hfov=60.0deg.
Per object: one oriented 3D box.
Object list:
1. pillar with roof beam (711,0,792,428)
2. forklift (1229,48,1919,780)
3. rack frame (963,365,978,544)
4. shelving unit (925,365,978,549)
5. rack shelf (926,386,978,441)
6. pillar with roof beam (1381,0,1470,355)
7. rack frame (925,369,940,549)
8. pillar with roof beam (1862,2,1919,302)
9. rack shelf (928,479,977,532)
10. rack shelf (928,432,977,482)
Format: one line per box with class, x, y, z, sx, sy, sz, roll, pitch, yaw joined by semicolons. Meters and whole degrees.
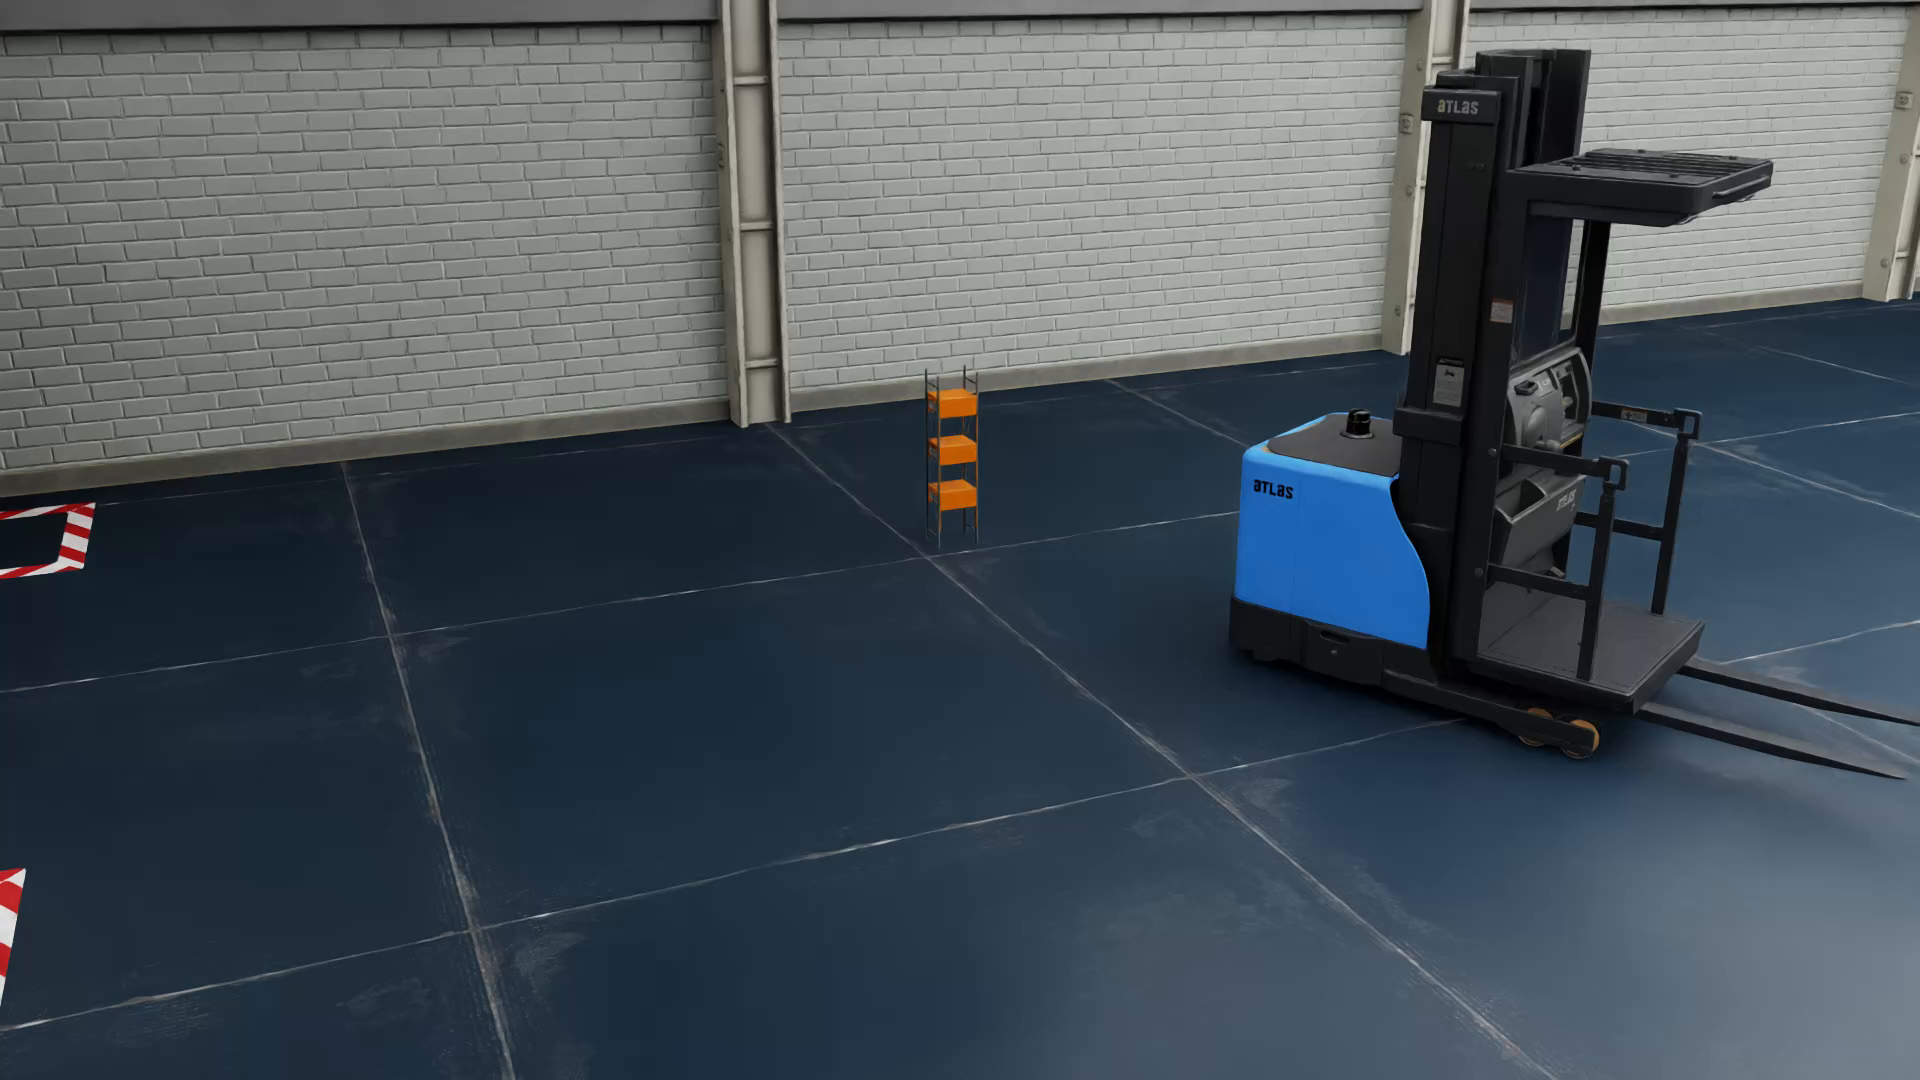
pillar with roof beam;0.193;-3.840;7.380;0.400;9.000;9.100;-8;21;-22
forklift;2.816;-0.621;7.374;3.031;2.935;1.130;15;24;37
rack frame;0.063;-0.504;9.873;0.008;1.050;0.200;-8;21;-22
shelving unit;-0.049;-0.488;9.828;0.252;1.050;0.215;-8;21;-22
rack shelf;-0.049;-0.746;9.737;0.240;0.259;0.215;-8;21;-22
pillar with roof beam;5.702;-4.630;9.621;0.400;9.000;9.100;-8;21;-22
rack frame;-0.161;-0.472;9.782;0.008;1.050;0.200;-8;21;-22
pillar with roof beam;11.212;-5.419;11.863;0.400;9.000;9.100;-8;21;-22
rack shelf;-0.049;-0.216;9.923;0.240;0.259;0.215;-8;21;-22
rack shelf;-0.049;-0.478;9.831;0.240;0.259;0.215;-8;21;-22
